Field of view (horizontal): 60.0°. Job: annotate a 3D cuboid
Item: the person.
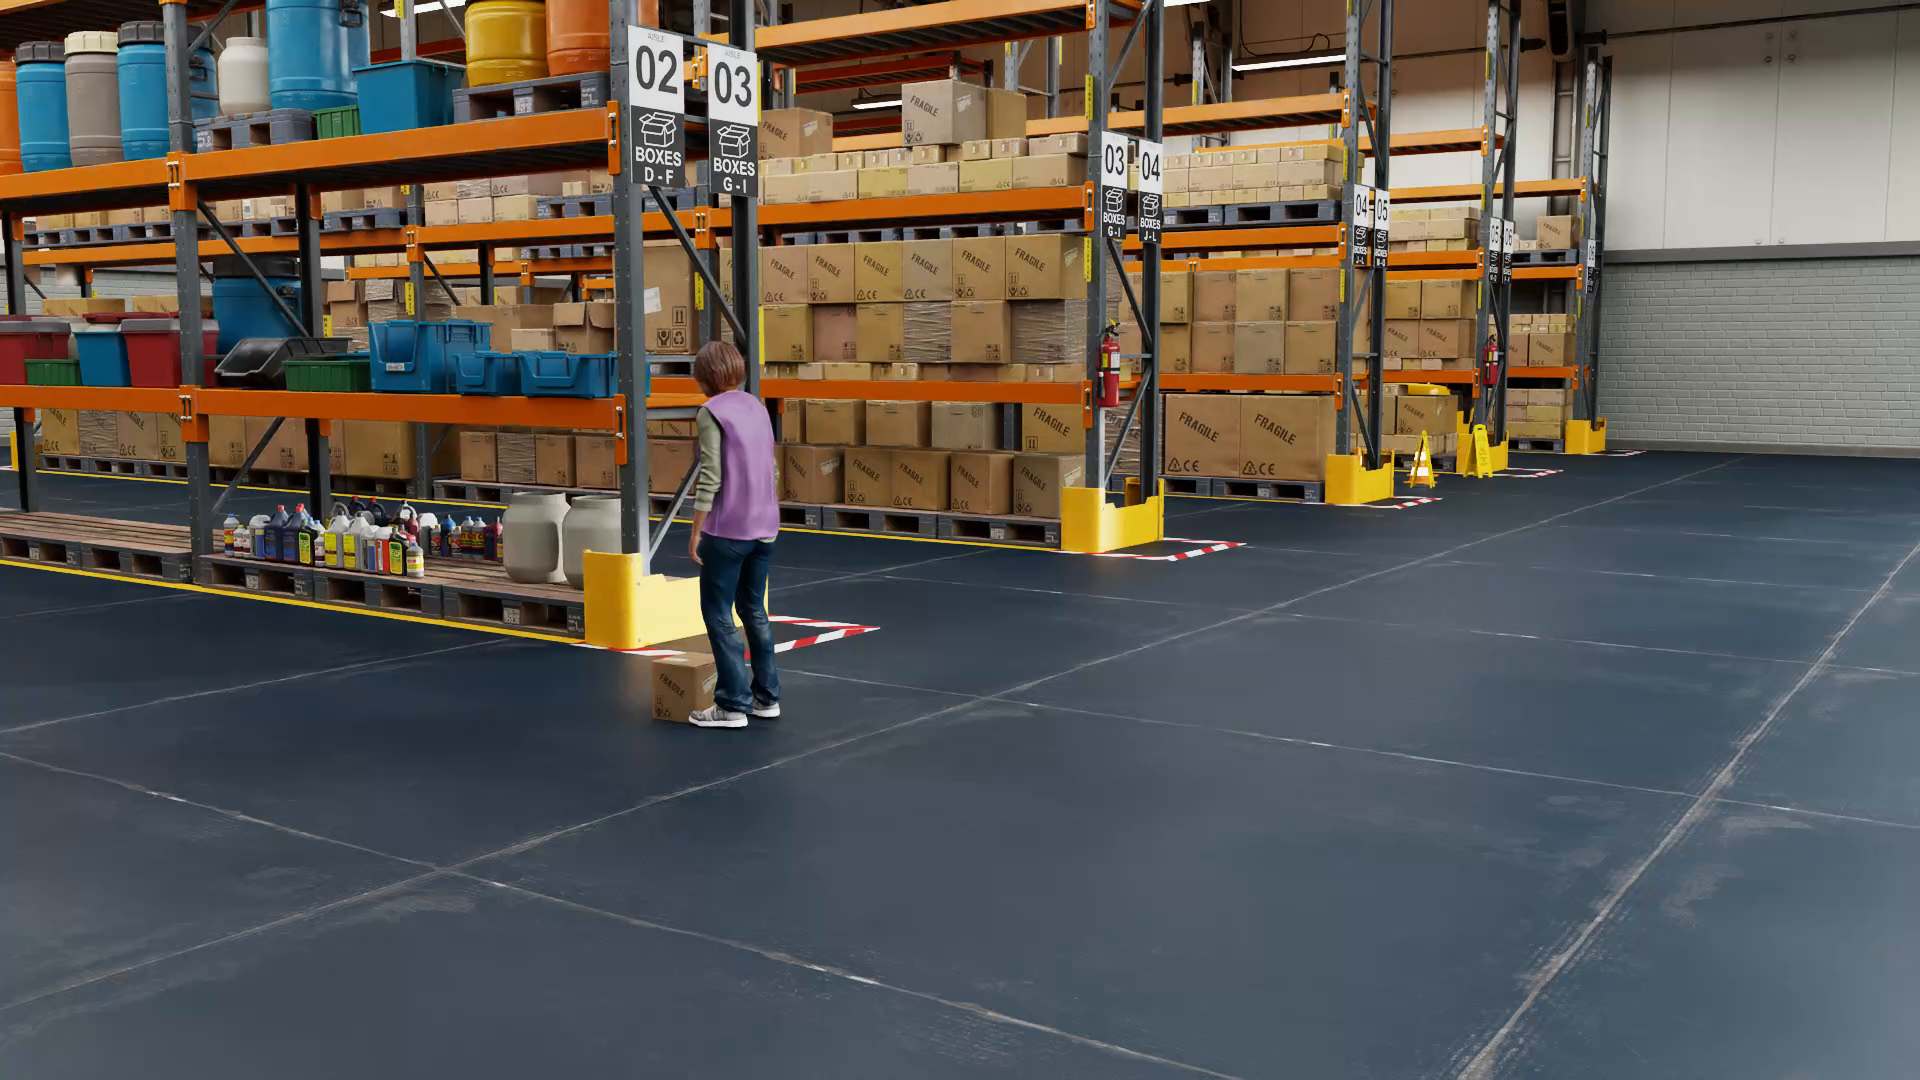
[{"bbox_3d":[-0.934,-0.023,6.898,0.343,1.594,0.462,4,8,34],"label":"person"}]
